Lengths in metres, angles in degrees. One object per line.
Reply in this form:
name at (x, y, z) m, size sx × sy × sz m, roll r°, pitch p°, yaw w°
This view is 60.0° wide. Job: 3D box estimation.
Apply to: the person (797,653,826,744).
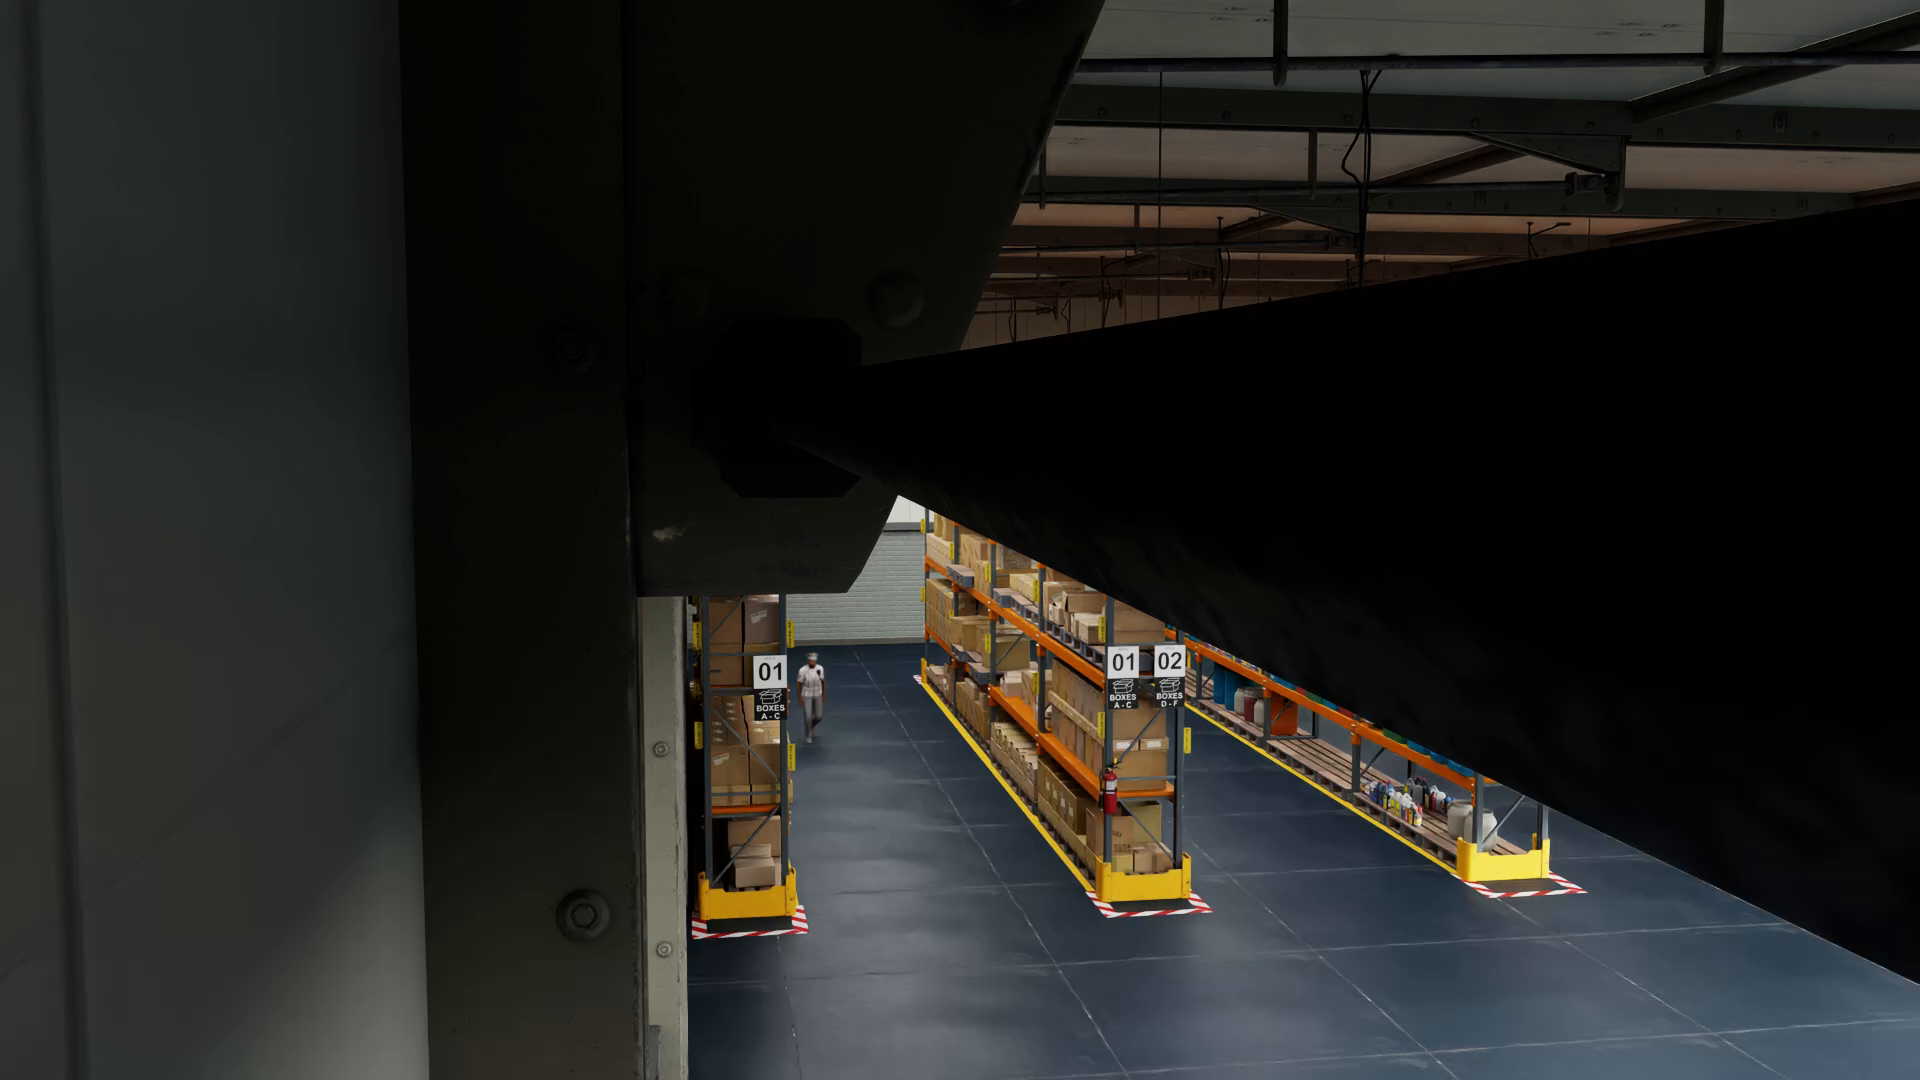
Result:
person at (-2.724, 2.850, 30.353) m, size 0.540 × 1.656 × 0.554 m, roll -2°, pitch 5°, yaw -18°
